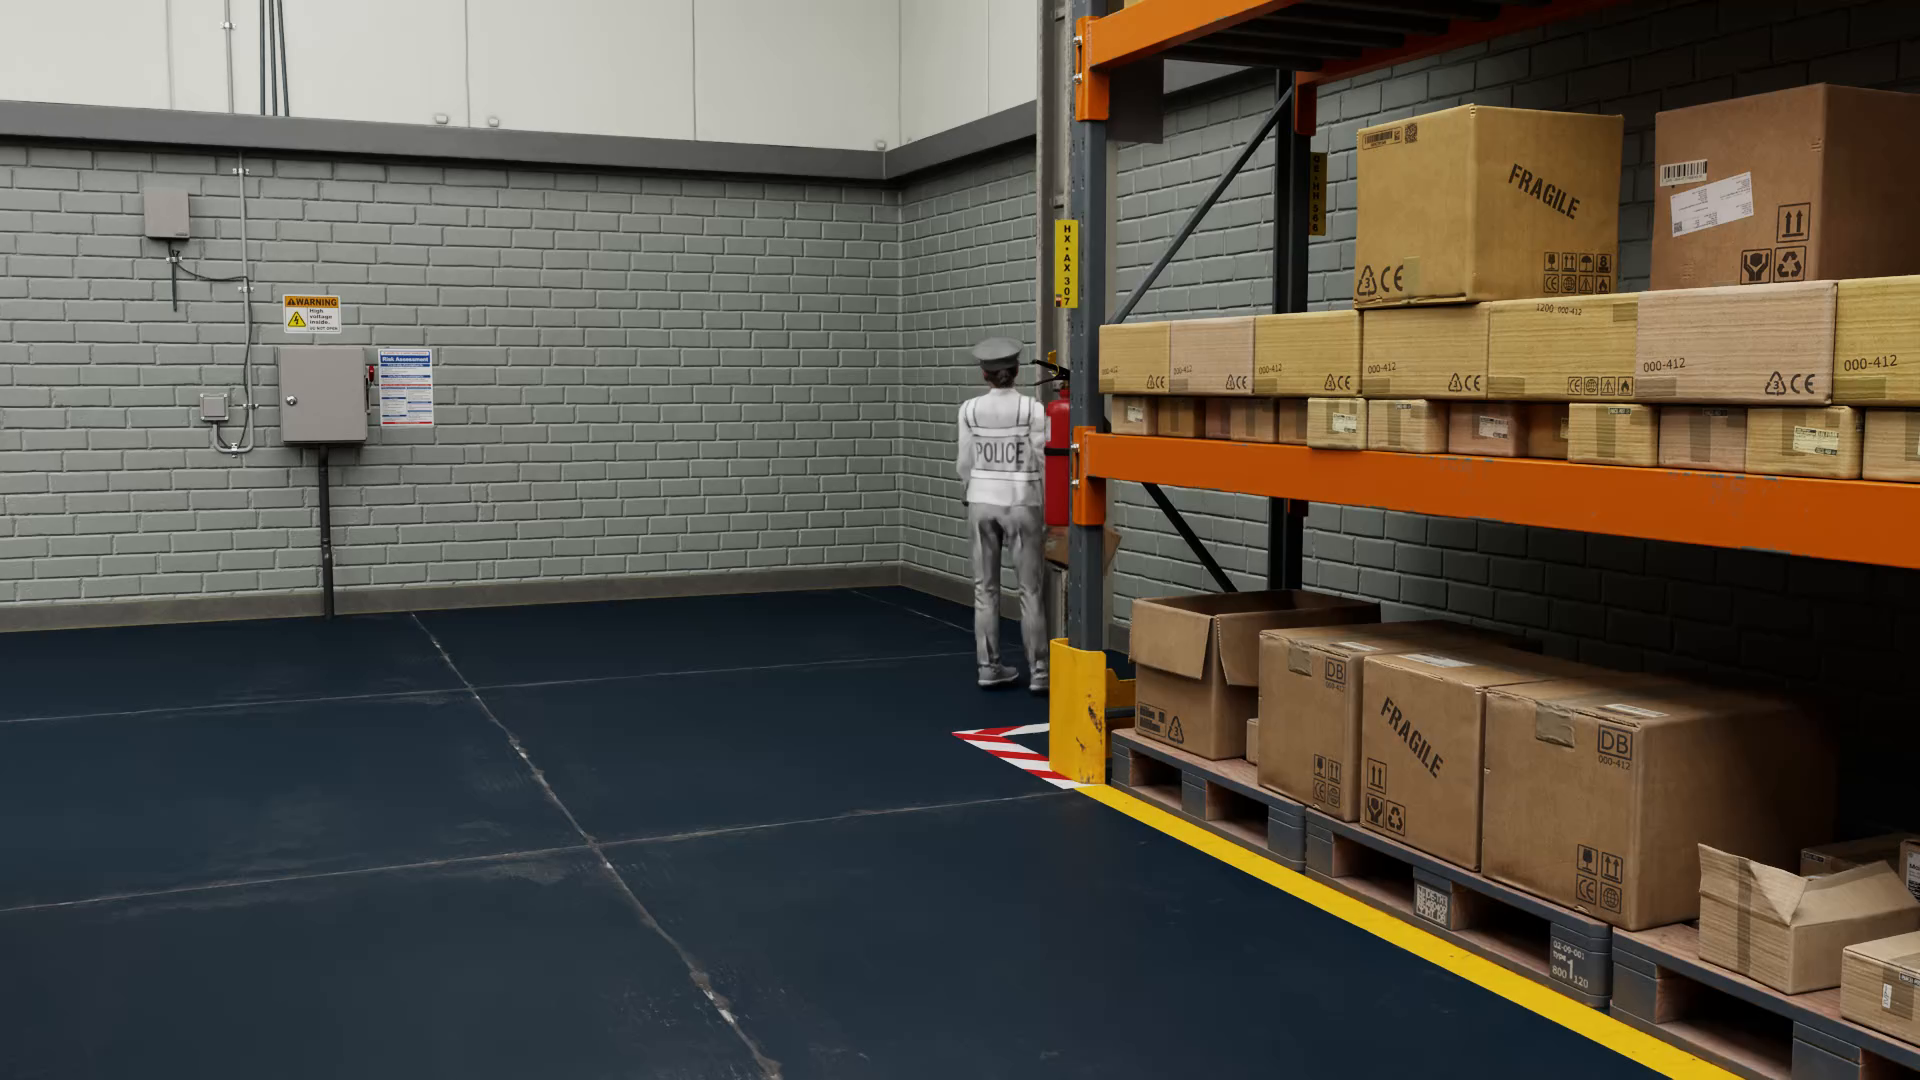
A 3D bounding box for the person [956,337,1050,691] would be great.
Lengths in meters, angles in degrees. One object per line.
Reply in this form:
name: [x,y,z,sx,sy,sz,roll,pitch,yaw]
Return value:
person: [0.260,-0.122,7.977,0.558,1.692,0.447,2,6,17]
